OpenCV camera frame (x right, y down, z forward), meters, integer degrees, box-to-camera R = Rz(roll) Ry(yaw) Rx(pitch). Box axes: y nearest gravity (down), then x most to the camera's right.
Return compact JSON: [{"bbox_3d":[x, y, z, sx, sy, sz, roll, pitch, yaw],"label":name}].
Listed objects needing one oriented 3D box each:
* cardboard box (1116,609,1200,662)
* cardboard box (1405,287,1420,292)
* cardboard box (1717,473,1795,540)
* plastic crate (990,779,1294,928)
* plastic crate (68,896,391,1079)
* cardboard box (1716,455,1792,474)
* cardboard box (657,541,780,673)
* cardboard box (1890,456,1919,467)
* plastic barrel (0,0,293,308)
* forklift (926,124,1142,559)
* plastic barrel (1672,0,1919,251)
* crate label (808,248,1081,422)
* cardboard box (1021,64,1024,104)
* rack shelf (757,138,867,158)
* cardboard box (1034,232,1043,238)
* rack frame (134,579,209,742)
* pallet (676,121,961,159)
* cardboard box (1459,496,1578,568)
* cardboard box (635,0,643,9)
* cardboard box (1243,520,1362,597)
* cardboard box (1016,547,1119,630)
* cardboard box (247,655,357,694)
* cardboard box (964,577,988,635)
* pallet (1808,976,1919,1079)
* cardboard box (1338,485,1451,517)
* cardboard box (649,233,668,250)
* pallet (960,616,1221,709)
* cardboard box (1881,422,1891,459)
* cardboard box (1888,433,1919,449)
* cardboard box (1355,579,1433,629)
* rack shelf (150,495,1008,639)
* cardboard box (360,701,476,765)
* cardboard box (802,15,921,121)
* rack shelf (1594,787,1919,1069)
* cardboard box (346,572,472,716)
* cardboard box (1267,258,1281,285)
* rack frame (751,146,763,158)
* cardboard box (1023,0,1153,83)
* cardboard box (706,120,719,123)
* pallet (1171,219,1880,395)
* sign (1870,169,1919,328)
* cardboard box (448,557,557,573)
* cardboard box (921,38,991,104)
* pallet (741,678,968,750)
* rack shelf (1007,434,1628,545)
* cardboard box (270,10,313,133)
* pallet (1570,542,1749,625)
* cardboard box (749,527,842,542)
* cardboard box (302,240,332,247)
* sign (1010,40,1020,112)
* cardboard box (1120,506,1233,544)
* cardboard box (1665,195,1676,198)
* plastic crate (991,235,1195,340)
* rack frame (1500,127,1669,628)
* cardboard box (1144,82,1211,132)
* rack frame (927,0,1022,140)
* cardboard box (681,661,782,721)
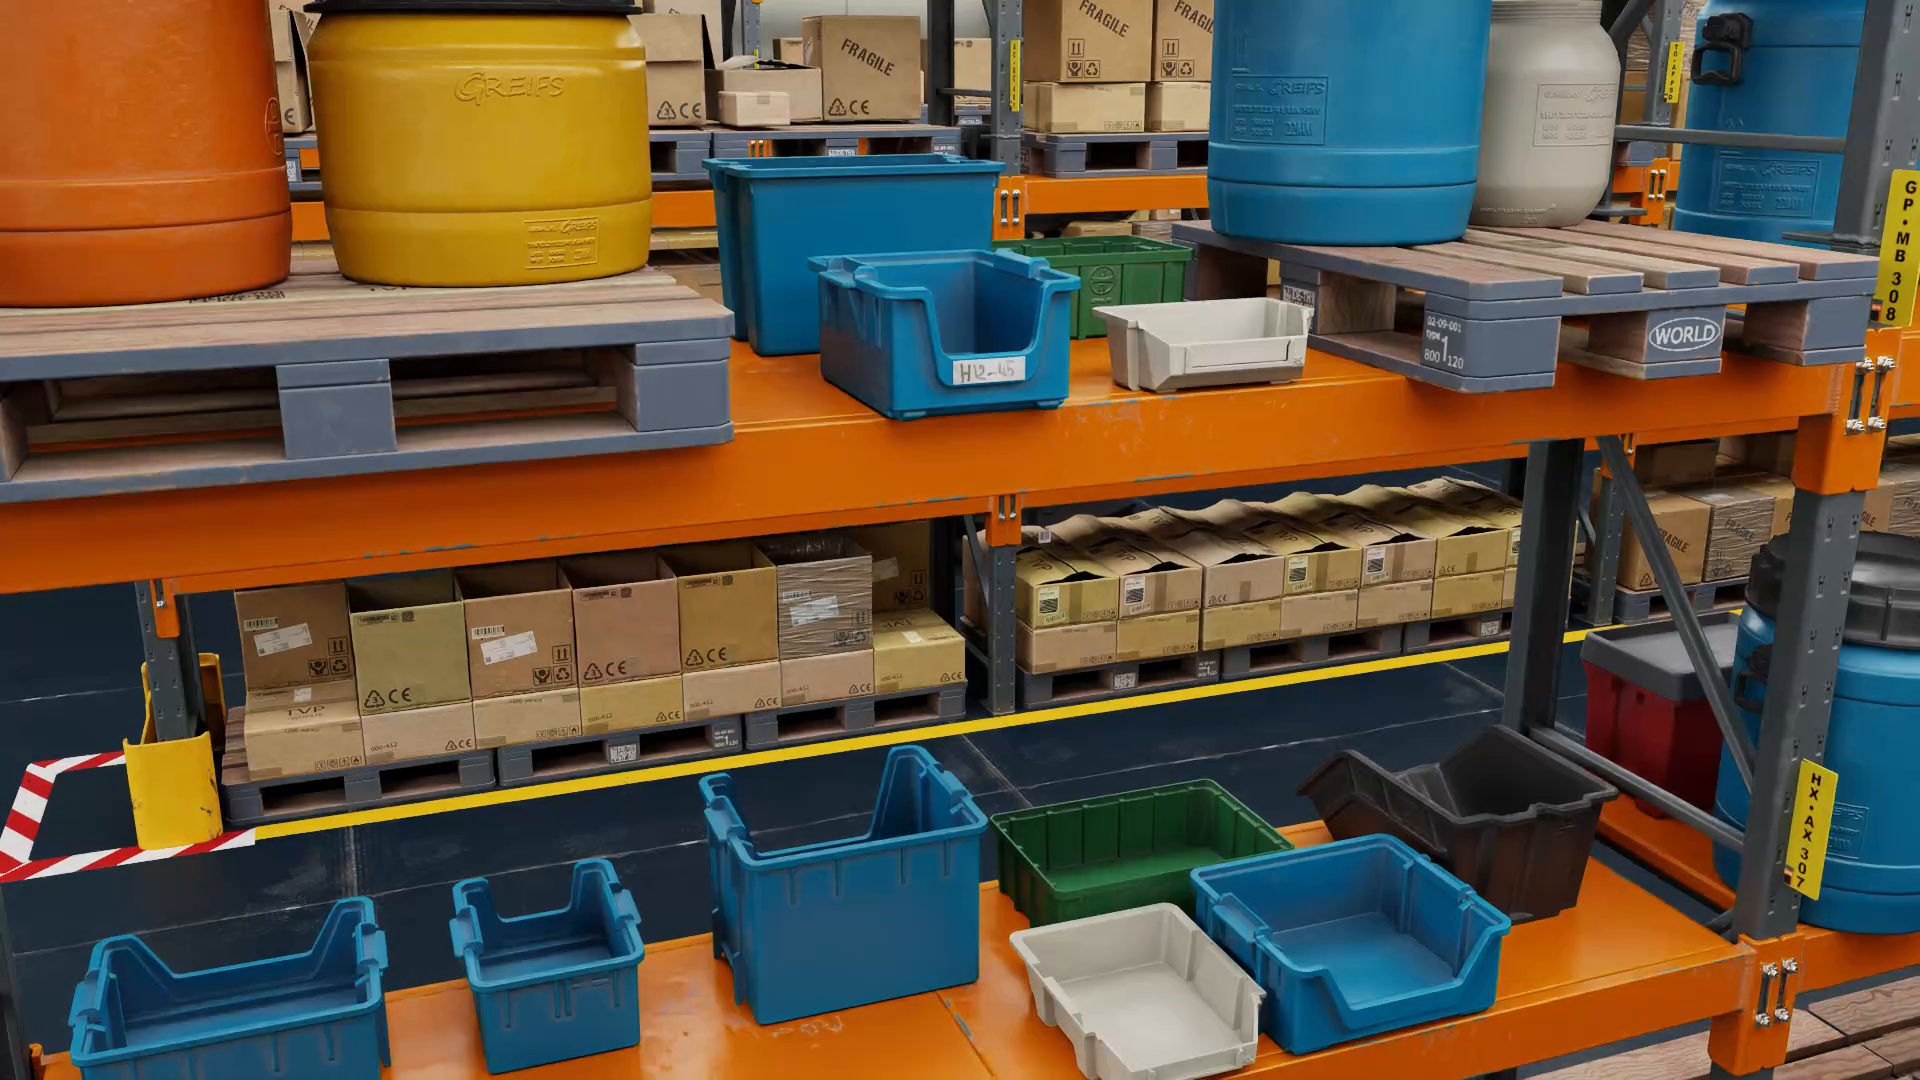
[{"bbox_3d":[1.004,0.461,9.338,0.500,0.250,0.500,-6,17,-19],"label":"cardboard box"},{"bbox_3d":[4.086,-2.380,15.288,0.250,0.149,0.380,-6,17,-18],"label":"cardboard box"},{"bbox_3d":[5.280,-0.119,10.836,0.500,0.500,0.500,-6,18,-21],"label":"cardboard box"},{"bbox_3d":[0.461,0.838,4.297,0.662,0.188,0.450,-6,17,-20],"label":"plastic crate"},{"bbox_3d":[-1.545,1.019,3.568,0.616,0.251,0.499,-6,17,-20],"label":"plastic crate"},{"bbox_3d":[5.556,-0.308,11.477,0.500,0.500,0.500,-7,18,-22],"label":"cardboard box"},{"bbox_3d":[-1.231,0.331,8.451,0.500,0.500,0.500,-6,17,-20],"label":"cardboard box"},{"bbox_3d":[6.708,-0.275,11.368,0.500,0.500,0.500,-6,17,-20],"label":"cardboard box"},{"bbox_3d":[-1.497,-0.852,2.845,0.708,0.830,0.600,-6,17,-20],"label":"plastic barrel"},{"bbox_3d":[0.556,-1.292,11.295,3.031,2.935,1.130,12,20,34],"label":"forklift"},{"bbox_3d":[2.227,-1.114,4.356,0.708,0.901,0.600,-6,17,-20],"label":"plastic barrel"},{"bbox_3d":[-0.040,-0.393,3.052,0.408,0.251,0.502,-6,17,-20],"label":"crate label"},{"bbox_3d":[0.776,-3.728,13.928,0.637,0.503,0.797,-4,17,-12],"label":"cardboard box"},{"bbox_3d":[0.152,-3.228,13.722,4.000,0.370,1.077,-6,17,-20],"label":"rack shelf"},{"bbox_3d":[0.429,-2.414,14.036,0.500,0.500,0.700,-6,17,-20],"label":"cardboard box"},{"bbox_3d":[-3.675,-0.227,7.546,0.127,3.000,1.000,-6,17,-20],"label":"rack frame"},{"bbox_3d":[-0.727,-1.934,8.193,1.213,0.211,1.003,-6,17,-20],"label":"pallet"},{"bbox_3d":[3.395,-0.067,10.141,0.500,0.311,0.500,-6,17,-19],"label":"cardboard box"},{"bbox_3d":[-2.597,-3.729,12.162,0.500,0.500,0.500,-5,17,-17],"label":"cardboard box"},{"bbox_3d":[1.971,0.087,9.616,0.500,0.311,0.500,-6,17,-19],"label":"cardboard box"},{"bbox_3d":[0.536,0.243,9.087,0.500,0.311,0.500,-6,17,-20],"label":"cardboard box"},{"bbox_3d":[-3.280,0.759,8.323,0.500,0.250,0.500,-6,17,-20],"label":"cardboard box"},{"bbox_3d":[0.344,0.370,9.650,0.500,0.250,0.500,-6,18,-21],"label":"cardboard box"},{"bbox_3d":[3.690,1.798,5.600,1.213,0.211,1.003,-6,17,-20],"label":"pallet"},{"bbox_3d":[2.714,-0.154,10.437,0.500,0.311,0.500,-7,18,-21],"label":"cardboard box"},{"bbox_3d":[-2.510,-2.049,12.653,0.500,0.500,0.500,-6,17,-20],"label":"cardboard box"},{"bbox_3d":[0.735,0.624,9.600,1.213,0.211,1.003,-6,17,-20],"label":"pallet"},{"bbox_3d":[6.058,-0.722,11.559,0.500,0.250,0.500,-6,17,-20],"label":"cardboard box"},{"bbox_3d":[6.992,-0.463,12.008,0.500,0.500,0.500,-7,18,-23],"label":"cardboard box"},{"bbox_3d":[2.441,0.305,9.872,0.500,0.250,0.500,-6,17,-19],"label":"cardboard box"},{"bbox_3d":[-1.807,-0.083,8.334,4.000,0.370,1.077,-6,17,-20],"label":"rack shelf"},{"bbox_3d":[-2.629,0.844,8.034,0.500,0.250,0.500,-6,17,-20],"label":"cardboard box"},{"bbox_3d":[-0.504,-2.404,8.467,0.500,0.500,0.500,-5,17,-16],"label":"cardboard box"},{"bbox_3d":[3.697,0.817,5.268,4.000,0.370,1.077,-6,17,-20],"label":"rack shelf"},{"bbox_3d":[-2.628,0.485,7.927,0.500,0.500,0.500,-6,17,-20],"label":"cardboard box"},{"bbox_3d":[2.565,-2.518,14.608,0.500,0.500,0.500,-6,17,-18],"label":"cardboard box"},{"bbox_3d":[-1.715,-1.933,13.356,0.127,3.000,1.000,-6,17,-20],"label":"rack frame"},{"bbox_3d":[0.651,-2.610,8.529,0.500,0.500,0.500,-6,17,-19],"label":"cardboard box"},{"bbox_3d":[-2.101,-3.313,12.521,0.500,0.500,0.500,-6,17,-19],"label":"cardboard box"},{"bbox_3d":[1.191,-0.576,3.749,1.003,0.211,1.213,-6,17,-20],"label":"pallet"},{"bbox_3d":[2.016,-0.624,3.559,0.005,0.325,0.100,-6,17,-20],"label":"sign"},{"bbox_3d":[-2.352,0.294,8.576,0.500,0.500,0.500,-6,17,-20],"label":"cardboard box"},{"bbox_3d":[-0.025,-3.780,13.400,0.500,0.500,0.500,-7,18,-22],"label":"cardboard box"},{"bbox_3d":[-0.697,0.777,9.077,1.213,0.211,1.003,-6,17,-20],"label":"pallet"},{"bbox_3d":[1.928,-0.486,9.707,4.000,0.370,1.077,-6,17,-20],"label":"rack shelf"},{"bbox_3d":[-3.136,-2.041,7.223,0.637,0.503,0.797,-5,17,-16],"label":"cardboard box"},{"bbox_3d":[4.506,0.240,10.908,1.213,0.211,1.003,-6,17,-20],"label":"pallet"},{"bbox_3d":[-0.949,0.145,9.085,0.500,0.500,0.500,-6,17,-20],"label":"cardboard box"},{"bbox_3d":[-4.613,-1.979,12.412,0.500,0.500,0.500,-6,17,-19],"label":"cardboard box"},{"bbox_3d":[0.261,-2.209,7.916,0.005,0.325,0.100,-6,17,-20],"label":"sign"},{"bbox_3d":[1.287,-0.001,9.918,0.500,0.311,0.500,-6,17,-20],"label":"cardboard box"},{"bbox_3d":[7.627,-3.082,16.737,0.700,0.700,0.980,-7,18,-23],"label":"cardboard box"},{"bbox_3d":[0.259,-0.576,3.790,0.450,0.188,0.336,-6,17,-20],"label":"plastic crate"},{"bbox_3d":[3.796,-1.033,10.293,0.127,3.000,1.000,-6,17,-20],"label":"rack frame"},{"bbox_3d":[1.151,-2.314,8.853,0.500,0.250,0.500,-8,18,-25],"label":"cardboard box"},{"bbox_3d":[0.061,-3.508,8.074,0.127,3.000,1.000,-6,17,-20],"label":"rack frame"},{"bbox_3d":[-1.226,0.694,8.545,0.500,0.250,0.500,-6,17,-20],"label":"cardboard box"}]
